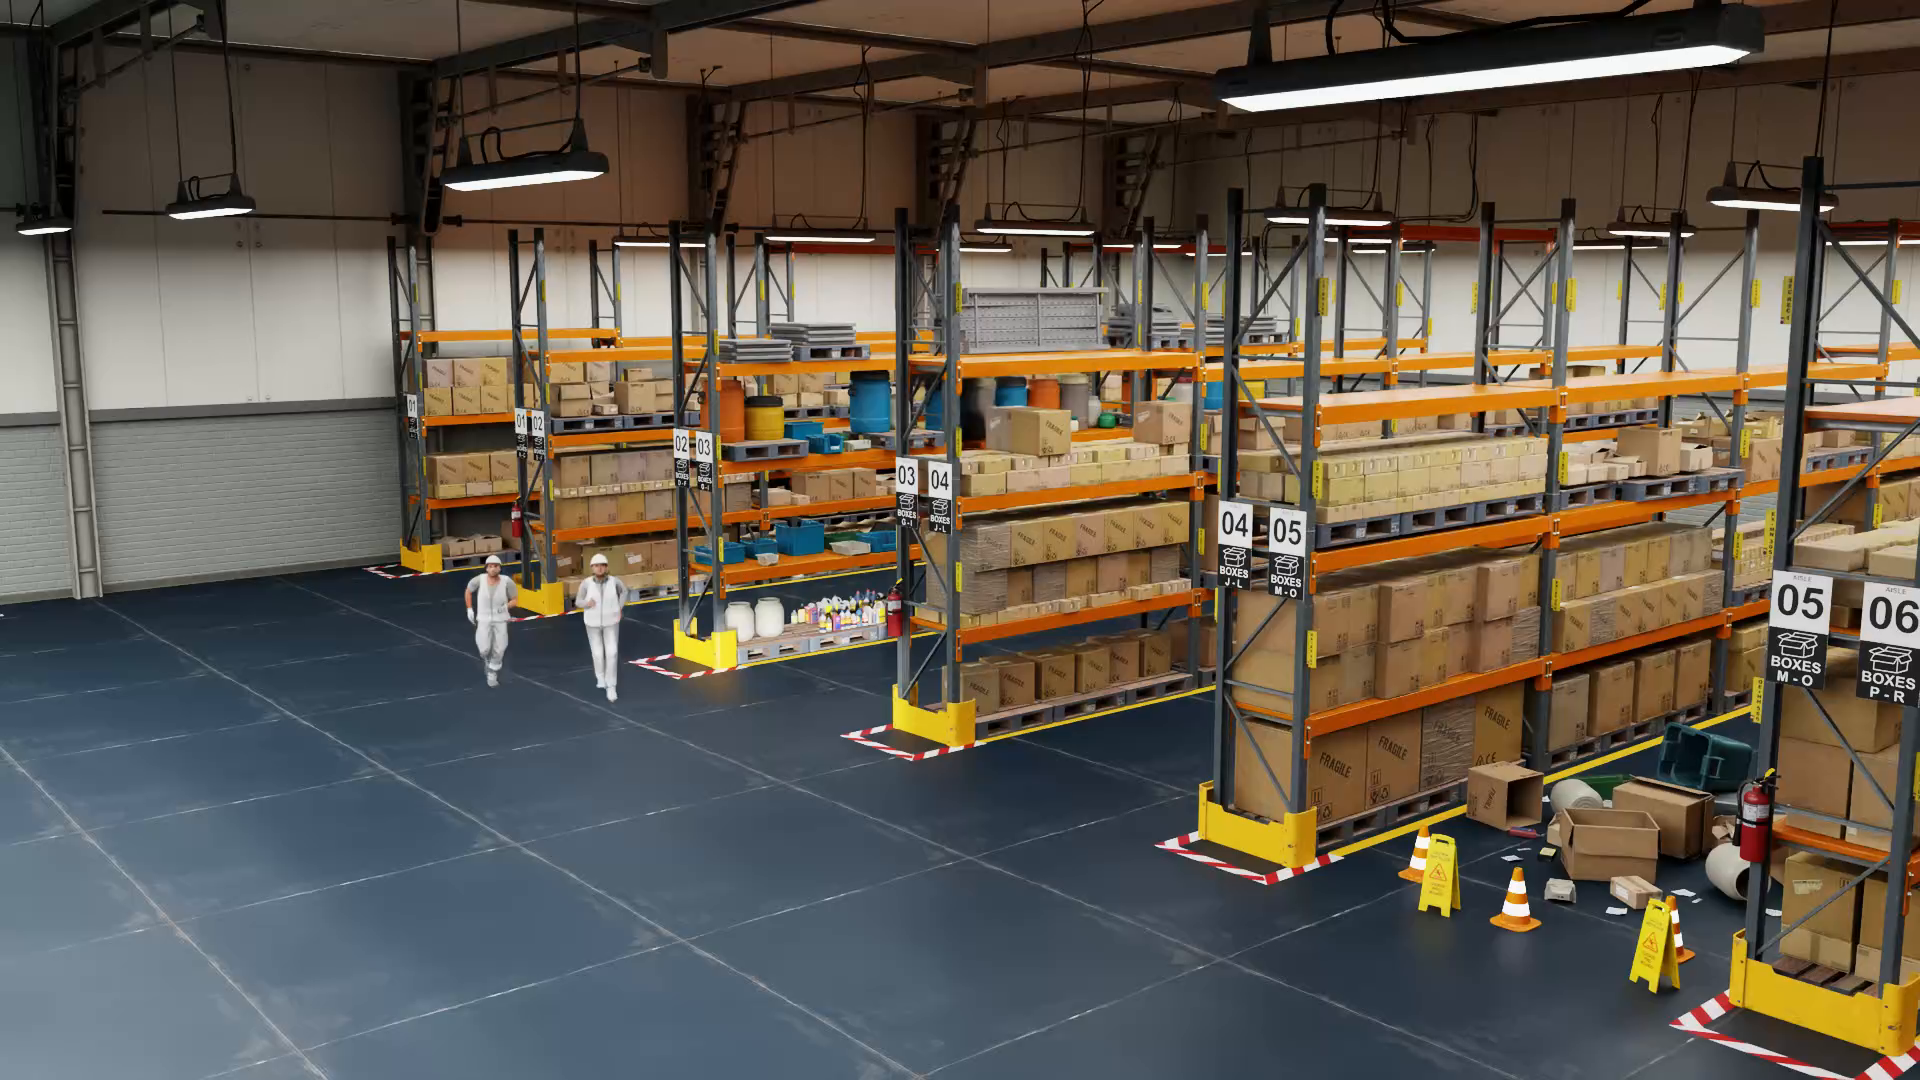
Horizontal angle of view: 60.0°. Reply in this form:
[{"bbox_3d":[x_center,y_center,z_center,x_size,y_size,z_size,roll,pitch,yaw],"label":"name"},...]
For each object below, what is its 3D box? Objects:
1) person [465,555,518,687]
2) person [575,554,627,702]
[{"bbox_3d":[-5.976,1.052,21.254,0.662,1.733,0.616,-2,9,-14],"label":"person"},{"bbox_3d":[-4.515,1.075,20.967,0.647,1.824,0.774,-2,9,-10],"label":"person"}]
